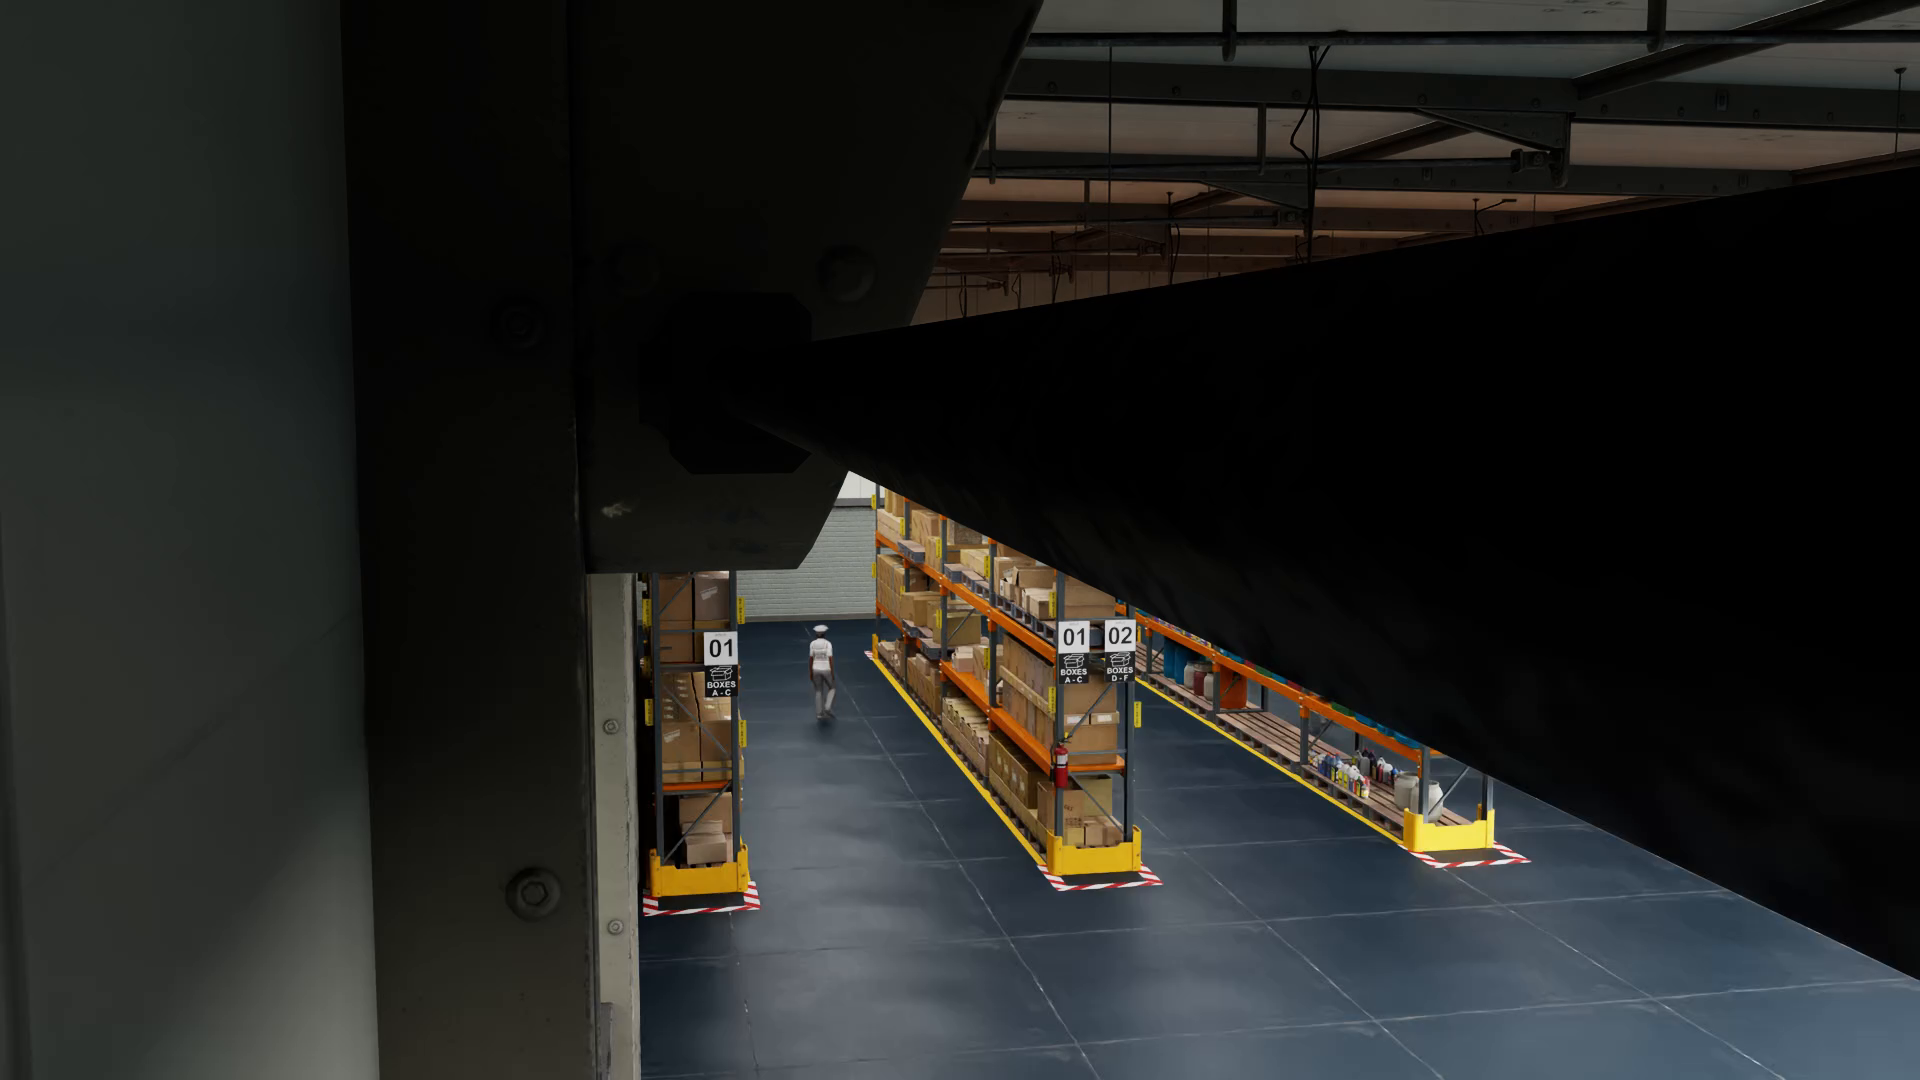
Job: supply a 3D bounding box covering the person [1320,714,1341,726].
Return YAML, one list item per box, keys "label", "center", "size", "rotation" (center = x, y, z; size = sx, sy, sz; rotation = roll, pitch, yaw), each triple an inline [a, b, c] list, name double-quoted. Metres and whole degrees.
- label: "person"
  center: [6.504, 2.424, 29.501]
  size: [0.645, 1.784, 0.505]
  rotation: [3, 7, 27]

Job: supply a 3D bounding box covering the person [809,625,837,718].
- label: "person"
  center: [-2.495, 2.395, 30.240]
  size: [0.508, 1.681, 0.411]
  rotation: [2, 6, 16]
